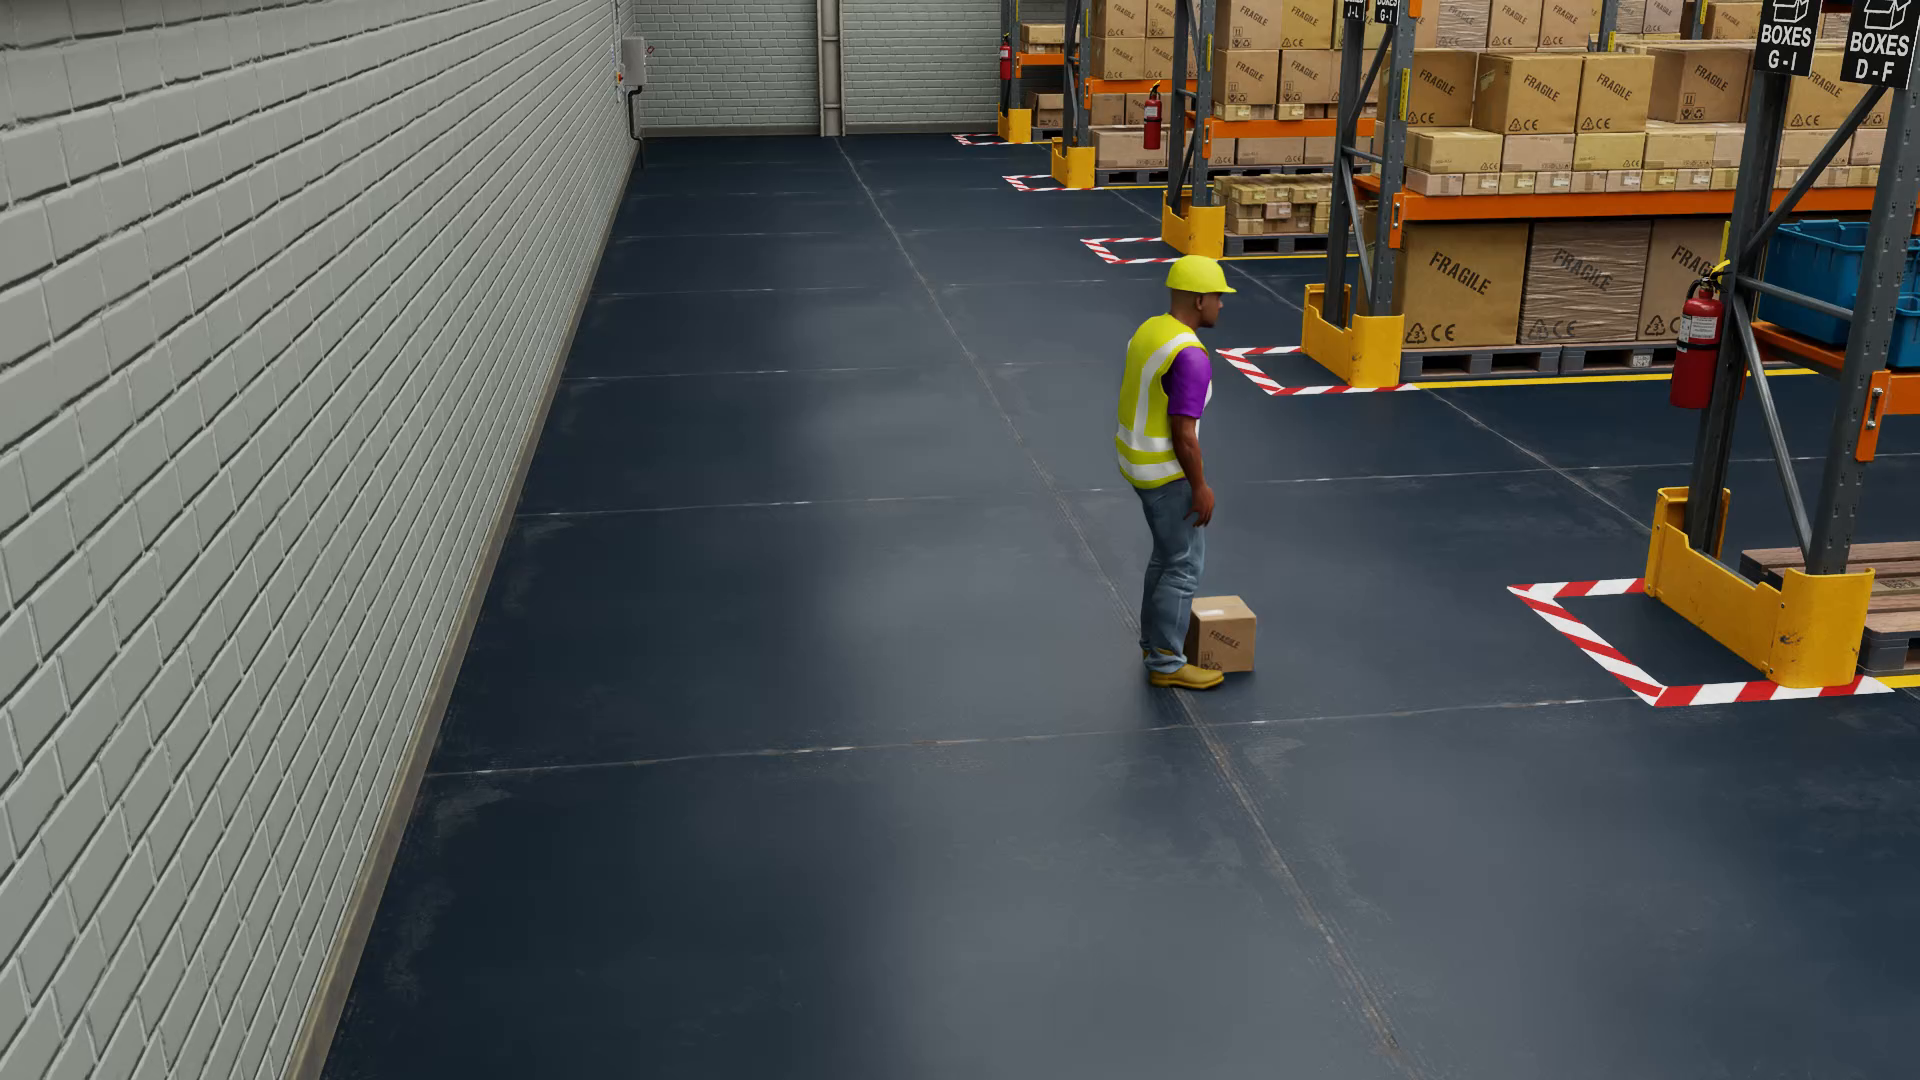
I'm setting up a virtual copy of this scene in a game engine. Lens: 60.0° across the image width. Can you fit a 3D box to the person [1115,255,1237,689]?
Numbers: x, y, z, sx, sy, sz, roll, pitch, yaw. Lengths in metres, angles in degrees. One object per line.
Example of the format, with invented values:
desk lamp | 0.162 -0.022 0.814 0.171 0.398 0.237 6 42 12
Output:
person | 0.882 -0.288 6.843 0.457 1.760 0.613 -4 20 -10
